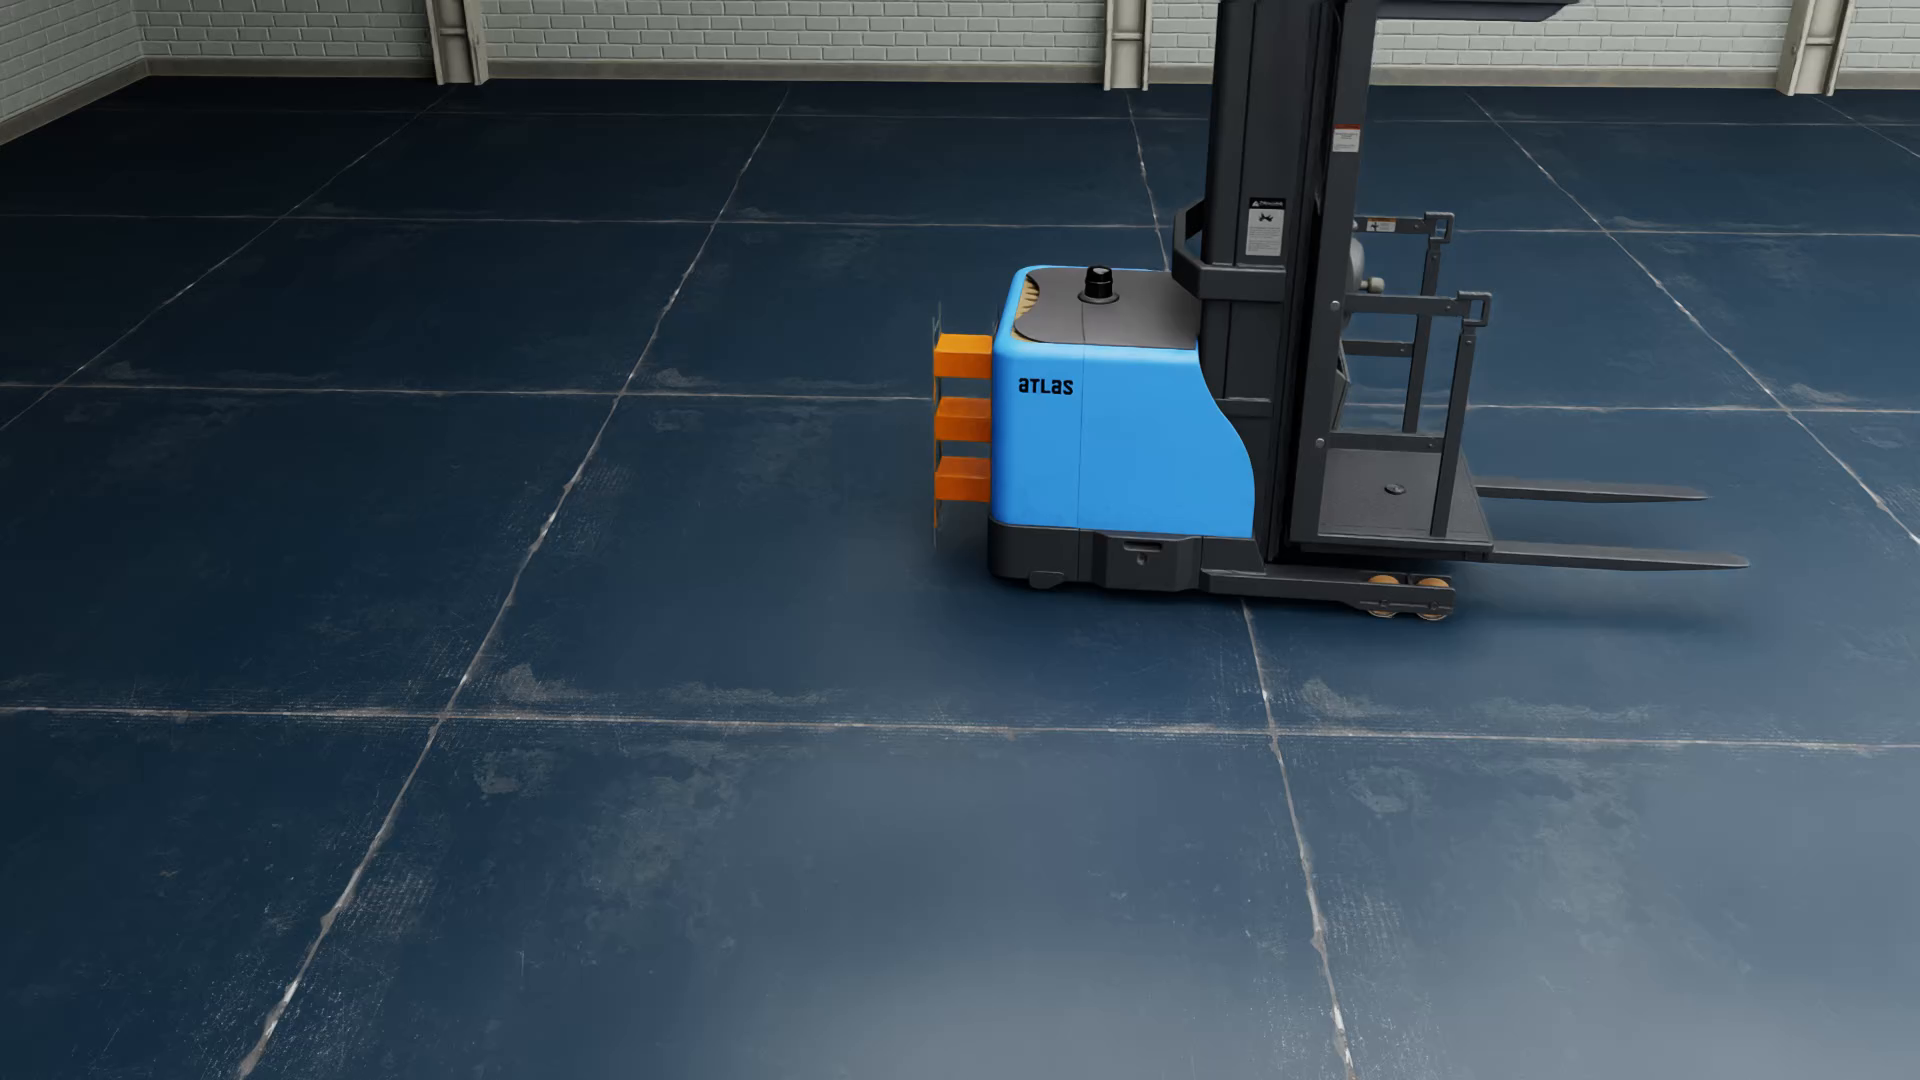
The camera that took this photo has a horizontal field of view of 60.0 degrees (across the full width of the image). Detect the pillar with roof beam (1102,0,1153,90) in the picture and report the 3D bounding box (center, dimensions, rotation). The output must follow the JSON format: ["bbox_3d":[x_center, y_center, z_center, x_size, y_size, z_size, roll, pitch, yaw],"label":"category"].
[{"bbox_3d":[1.329,-6.036,9.029,0.400,9.000,9.100,1,28,2],"label":"pillar with roof beam"}]

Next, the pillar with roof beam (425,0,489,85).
[{"bbox_3d":[-4.667,-6.135,9.216,0.400,9.000,9.100,1,28,2],"label":"pillar with roof beam"}]

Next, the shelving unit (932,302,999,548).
[{"bbox_3d":[0.024,-0.467,7.010,0.252,1.050,0.215,3,28,6],"label":"shelving unit"}]

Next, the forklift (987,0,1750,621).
[{"bbox_3d":[1.669,-1.239,6.457,3.031,2.935,1.130,3,28,6],"label":"forklift"}]

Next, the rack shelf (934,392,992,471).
[{"bbox_3d":[0.024,-0.458,7.015,0.240,0.259,0.215,3,28,6],"label":"rack shelf"}]

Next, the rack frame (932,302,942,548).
[{"bbox_3d":[-0.097,-0.474,7.023,0.008,1.050,0.200,3,28,6],"label":"rack frame"}]

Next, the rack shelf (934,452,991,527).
[{"bbox_3d":[0.024,-0.212,7.145,0.240,0.259,0.215,3,28,6],"label":"rack shelf"}]

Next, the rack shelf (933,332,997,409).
[{"bbox_3d":[0.024,-0.709,6.882,0.240,0.259,0.215,3,28,6],"label":"rack shelf"}]

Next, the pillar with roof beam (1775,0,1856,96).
[{"bbox_3d":[7.326,-5.937,8.842,0.400,9.000,9.100,1,28,2],"label":"pillar with roof beam"}]

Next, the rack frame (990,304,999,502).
[{"bbox_3d":[0.145,-0.460,6.997,0.008,1.050,0.200,3,28,6],"label":"rack frame"}]
